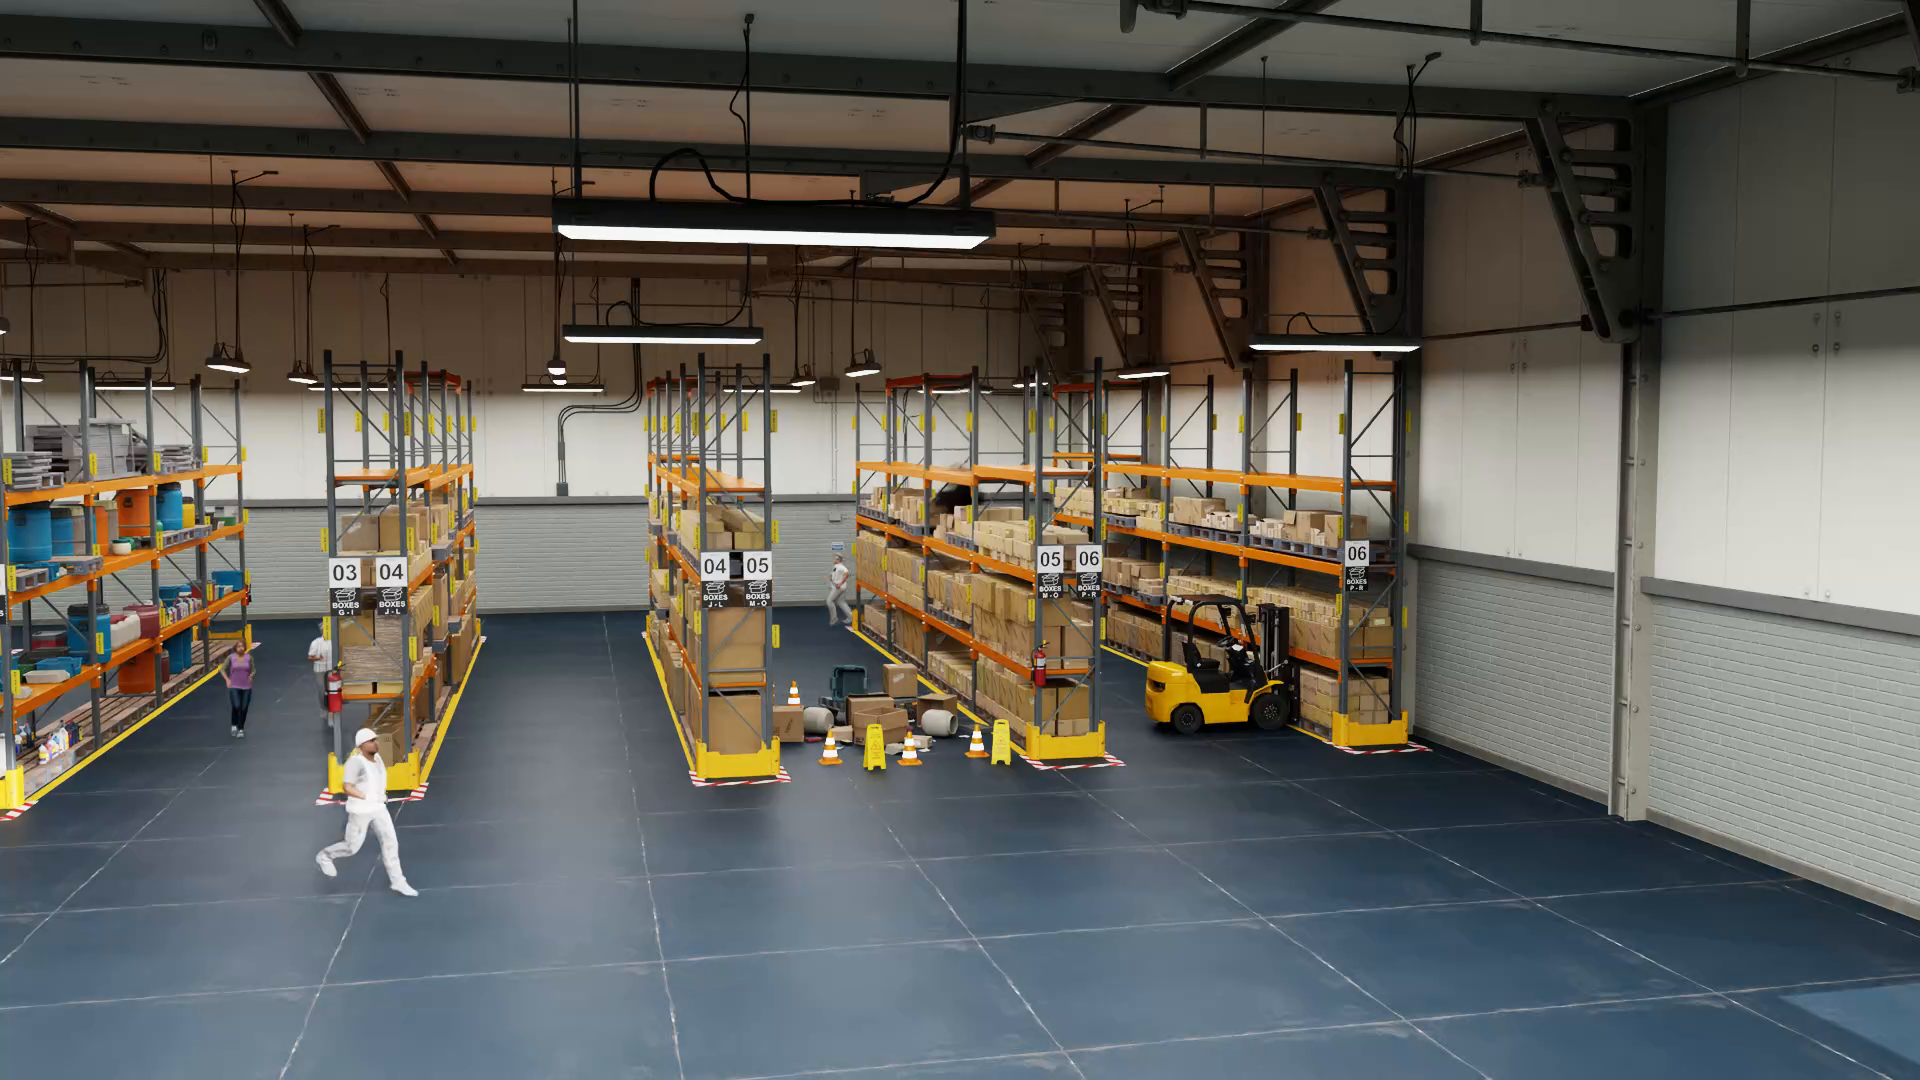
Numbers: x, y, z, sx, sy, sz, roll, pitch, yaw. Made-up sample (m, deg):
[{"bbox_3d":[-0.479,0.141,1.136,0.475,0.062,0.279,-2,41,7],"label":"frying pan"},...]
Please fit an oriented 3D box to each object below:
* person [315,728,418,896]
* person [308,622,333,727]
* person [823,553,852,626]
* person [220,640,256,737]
[{"bbox_3d":[-6.350,2.893,17.692,1.160,1.782,0.648,1,4,19],"label":"person"},{"bbox_3d":[-10.545,2.202,27.690,0.581,1.700,0.883,-2,4,-21],"label":"person"},{"bbox_3d":[-3.028,1.248,41.476,0.795,1.852,0.634,0,4,0],"label":"person"},{"bbox_3d":[-11.456,2.367,26.455,0.513,1.559,0.587,-3,5,-33],"label":"person"}]
